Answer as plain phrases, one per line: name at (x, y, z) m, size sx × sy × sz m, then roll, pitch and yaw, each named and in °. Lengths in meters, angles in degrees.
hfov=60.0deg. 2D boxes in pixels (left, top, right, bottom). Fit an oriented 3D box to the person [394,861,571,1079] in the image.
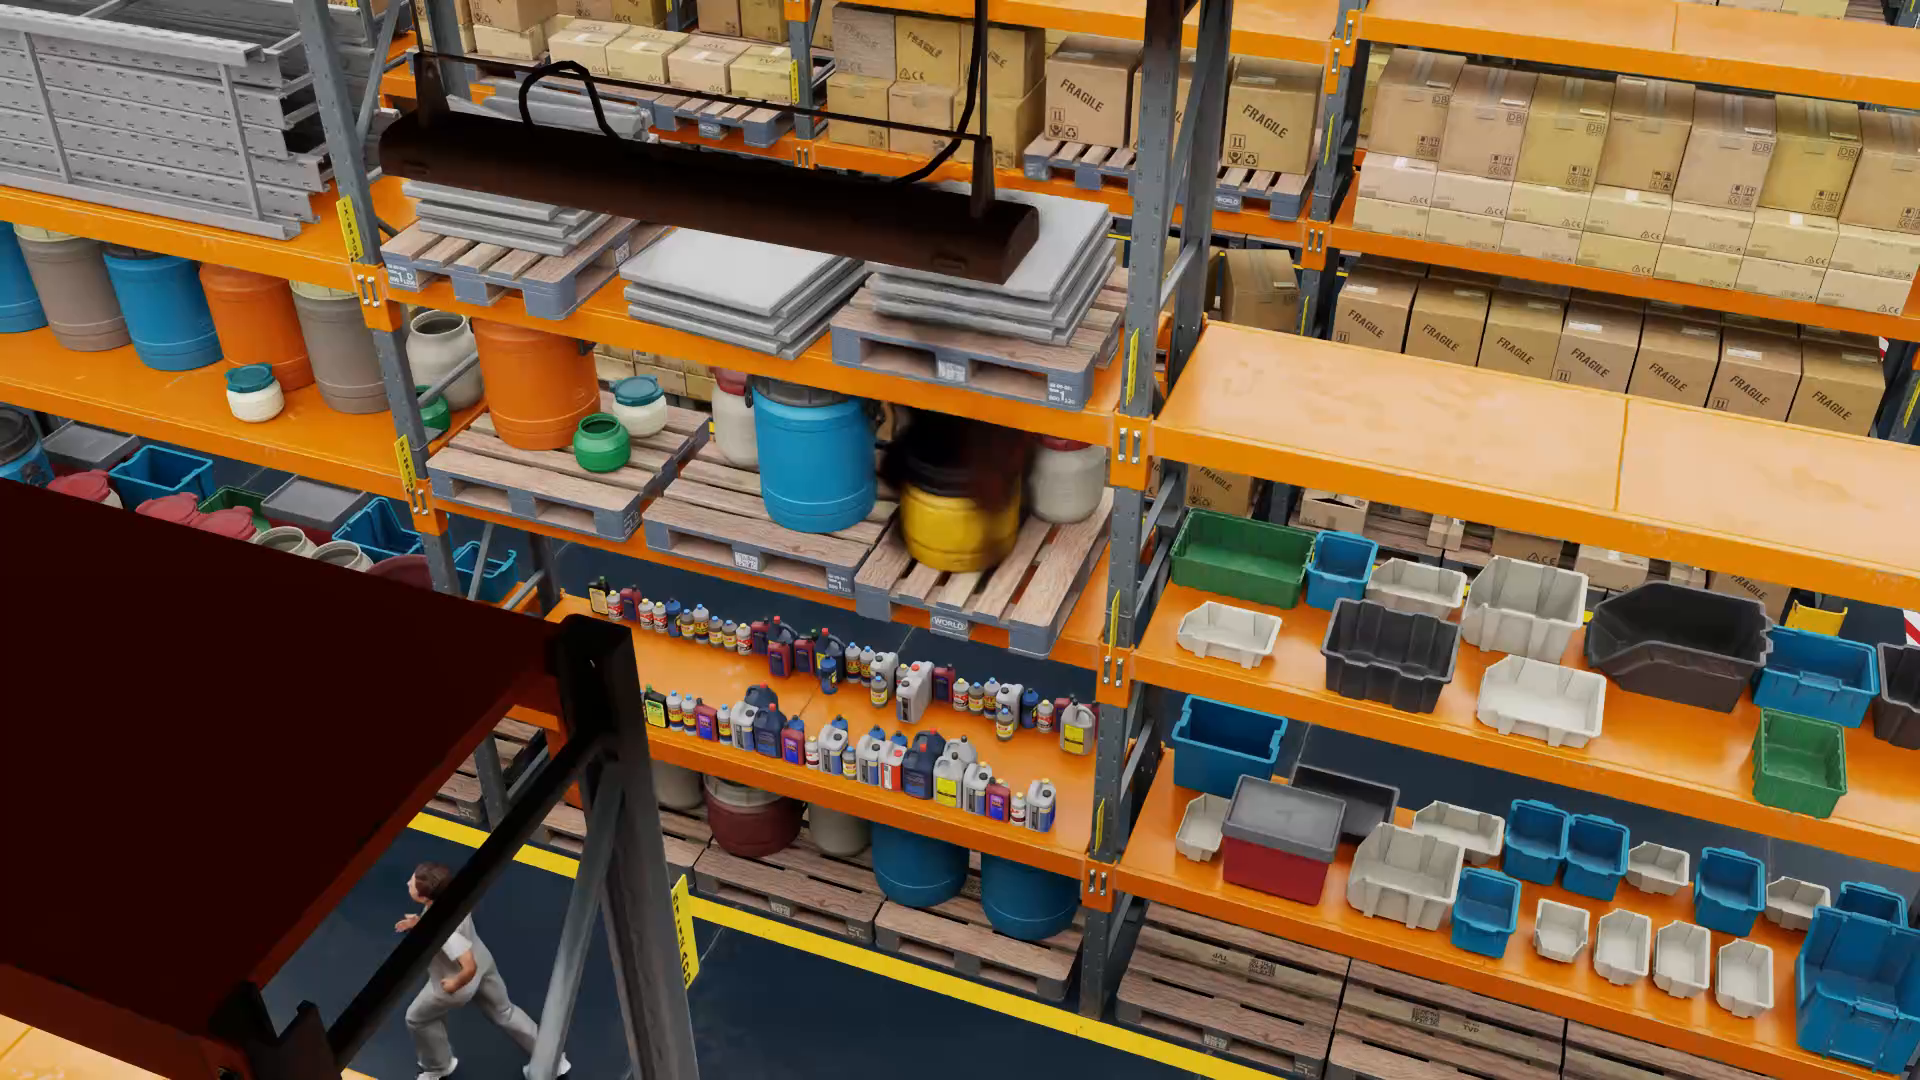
person at (-2.578, 2.340, 8.856) m, size 0.899 × 1.718 × 0.538 m, roll 7°, pitch 37°, yaw 10°
